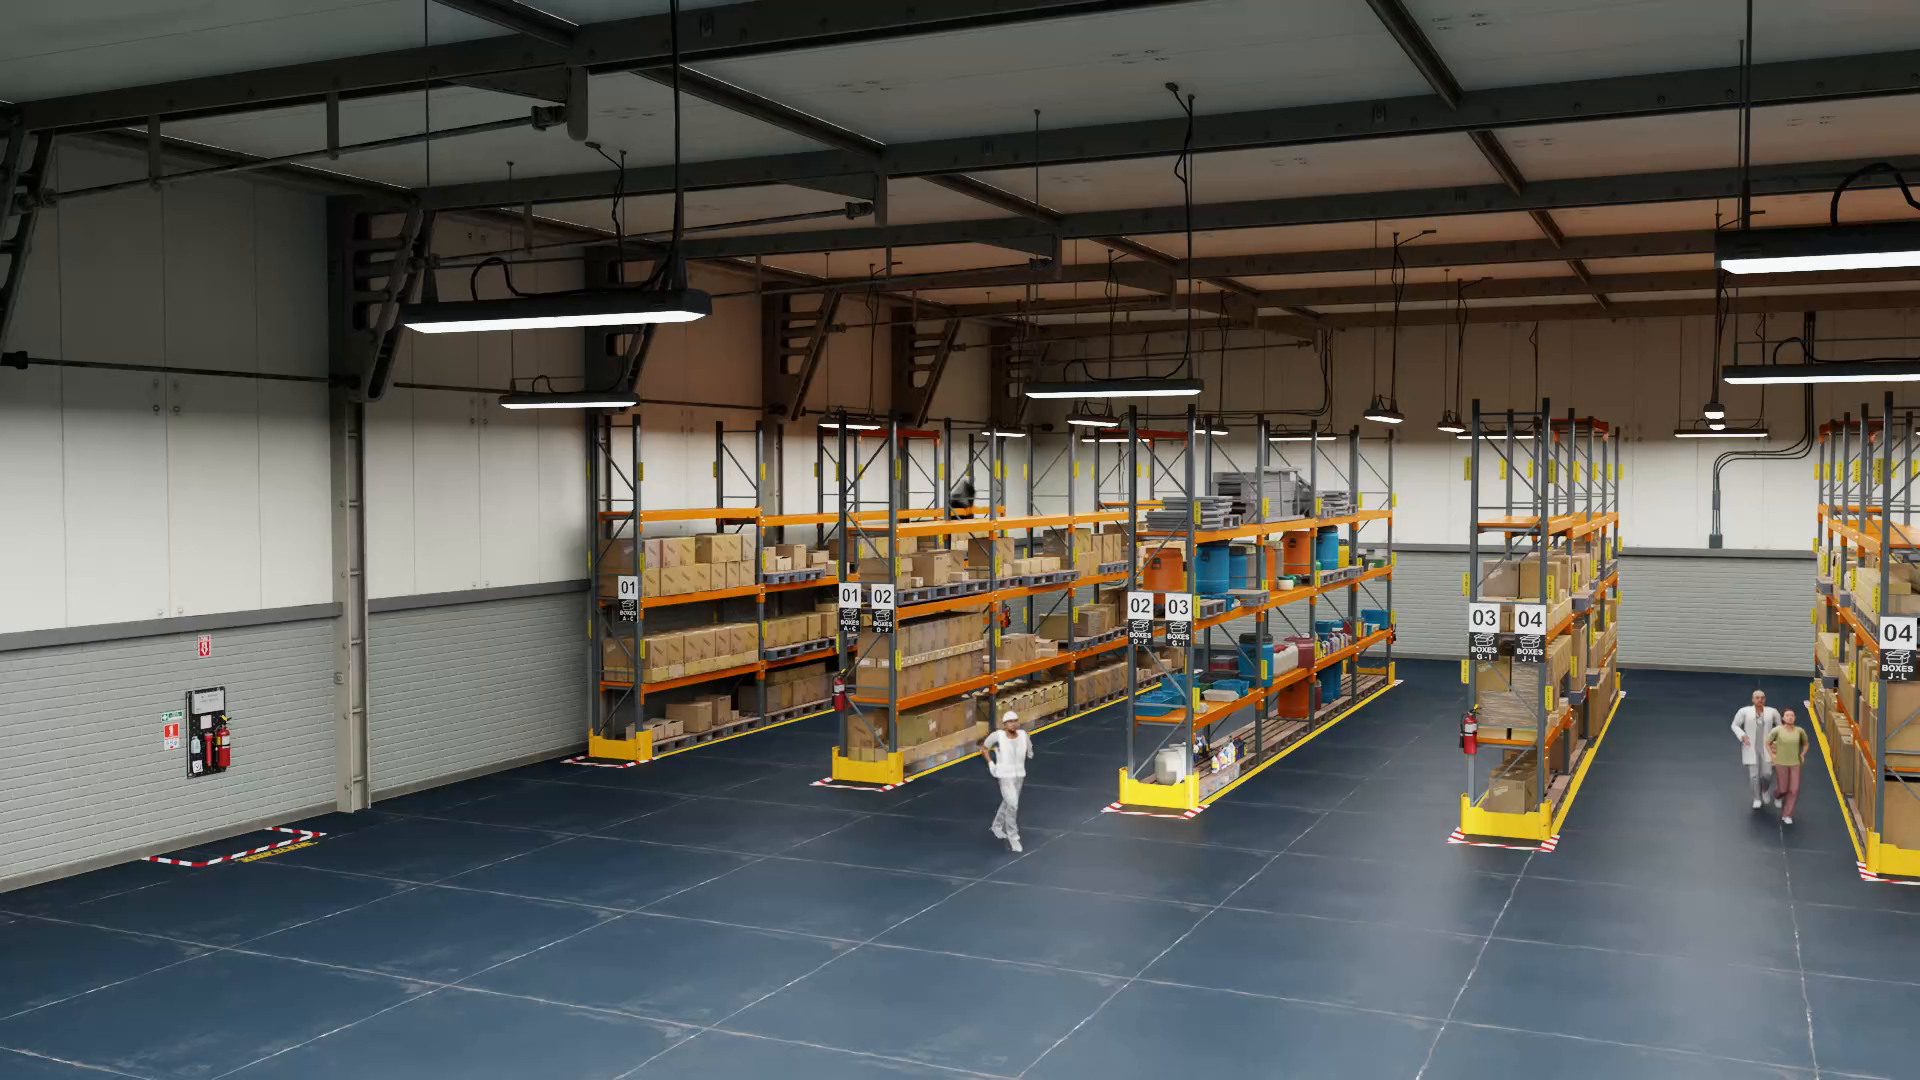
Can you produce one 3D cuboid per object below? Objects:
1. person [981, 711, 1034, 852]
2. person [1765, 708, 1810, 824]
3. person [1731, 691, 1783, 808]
[{"bbox_3d":[0.681,3.198,22.266,0.651,1.841,0.830,-1,3,-31],"label":"person"},{"bbox_3d":[11.860,3.213,23.824,0.581,1.629,0.633,1,2,15],"label":"person"},{"bbox_3d":[11.870,3.111,24.752,0.716,1.743,0.630,1,3,21],"label":"person"}]
